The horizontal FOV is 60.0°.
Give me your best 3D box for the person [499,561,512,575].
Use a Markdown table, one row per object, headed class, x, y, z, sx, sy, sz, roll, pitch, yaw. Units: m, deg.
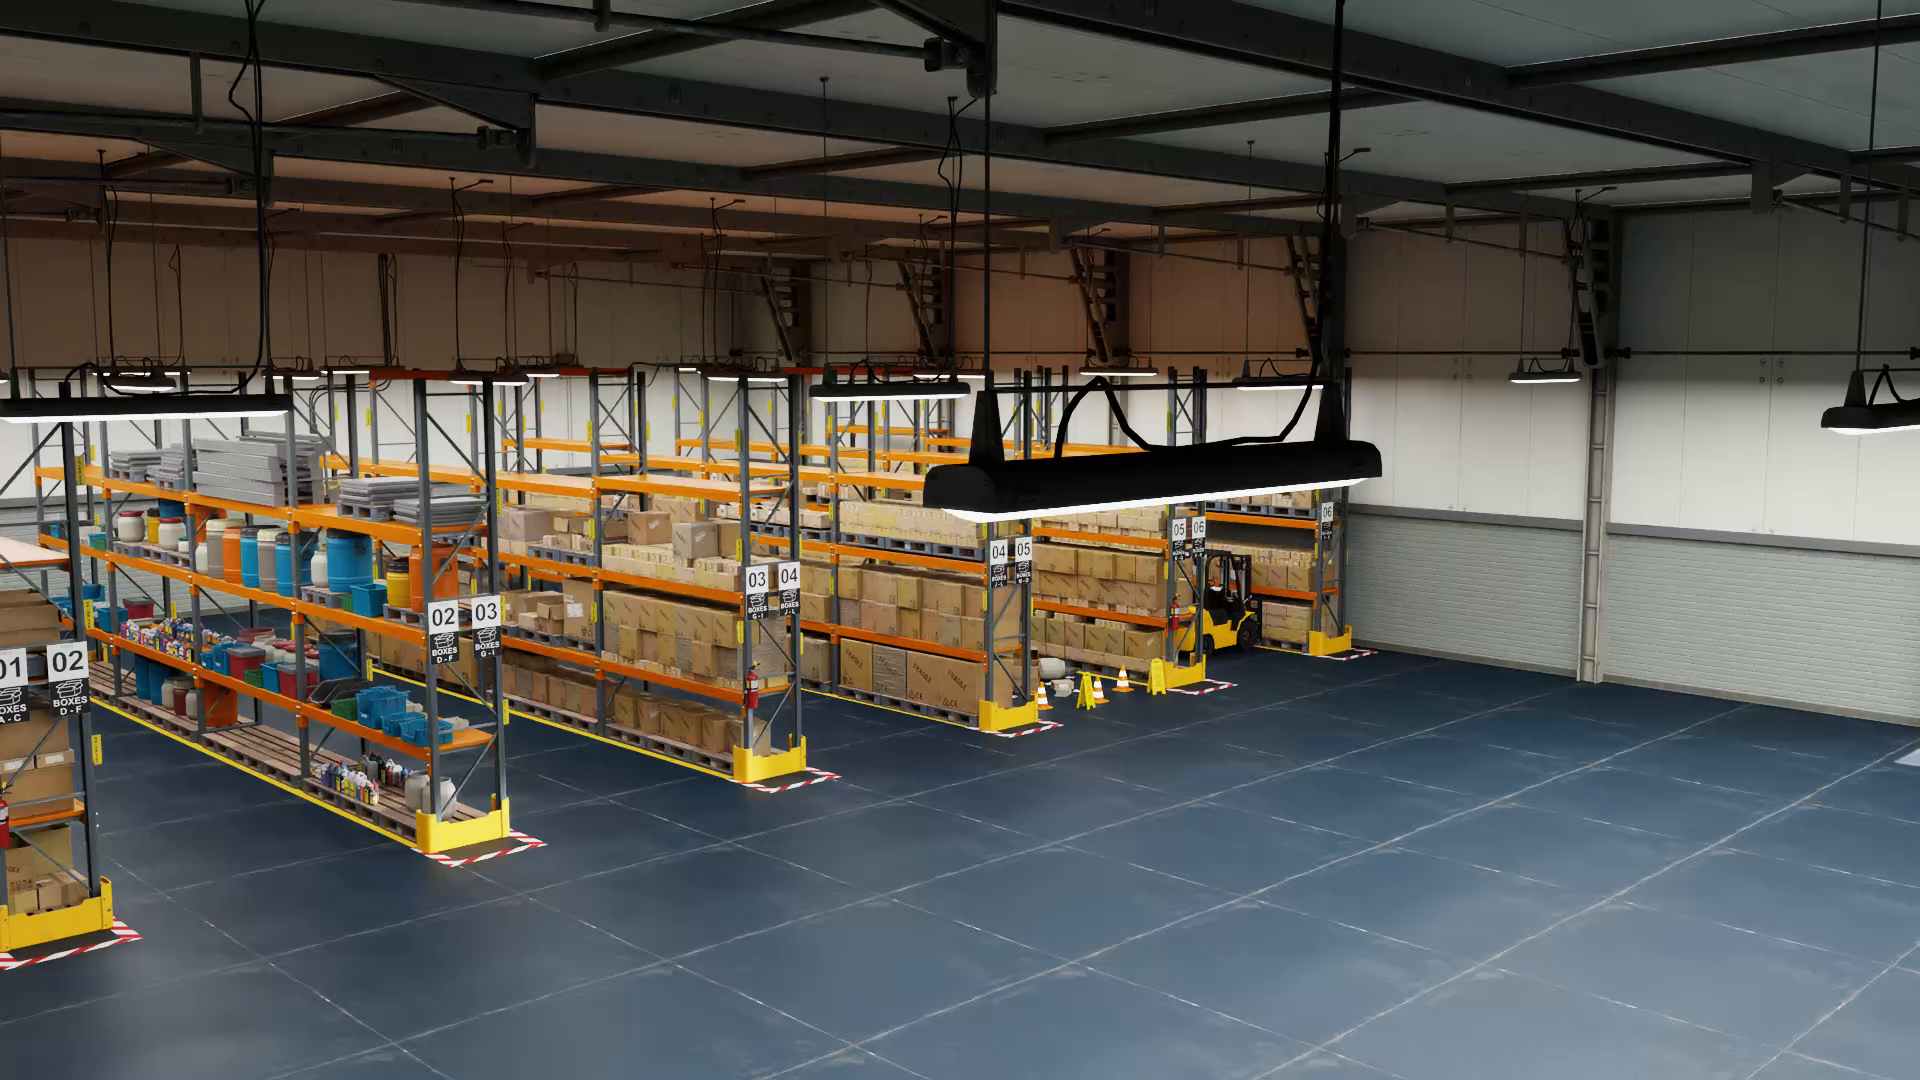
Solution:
| class | x | y | z | sx | sy | sz | roll | pitch | yaw |
| --- | --- | --- | --- | --- | --- | --- | --- | --- | --- |
| person | -11.100 | 1.001 | 40.122 | 0.590 | 1.646 | 0.635 | 4 | 7 | 30 |
